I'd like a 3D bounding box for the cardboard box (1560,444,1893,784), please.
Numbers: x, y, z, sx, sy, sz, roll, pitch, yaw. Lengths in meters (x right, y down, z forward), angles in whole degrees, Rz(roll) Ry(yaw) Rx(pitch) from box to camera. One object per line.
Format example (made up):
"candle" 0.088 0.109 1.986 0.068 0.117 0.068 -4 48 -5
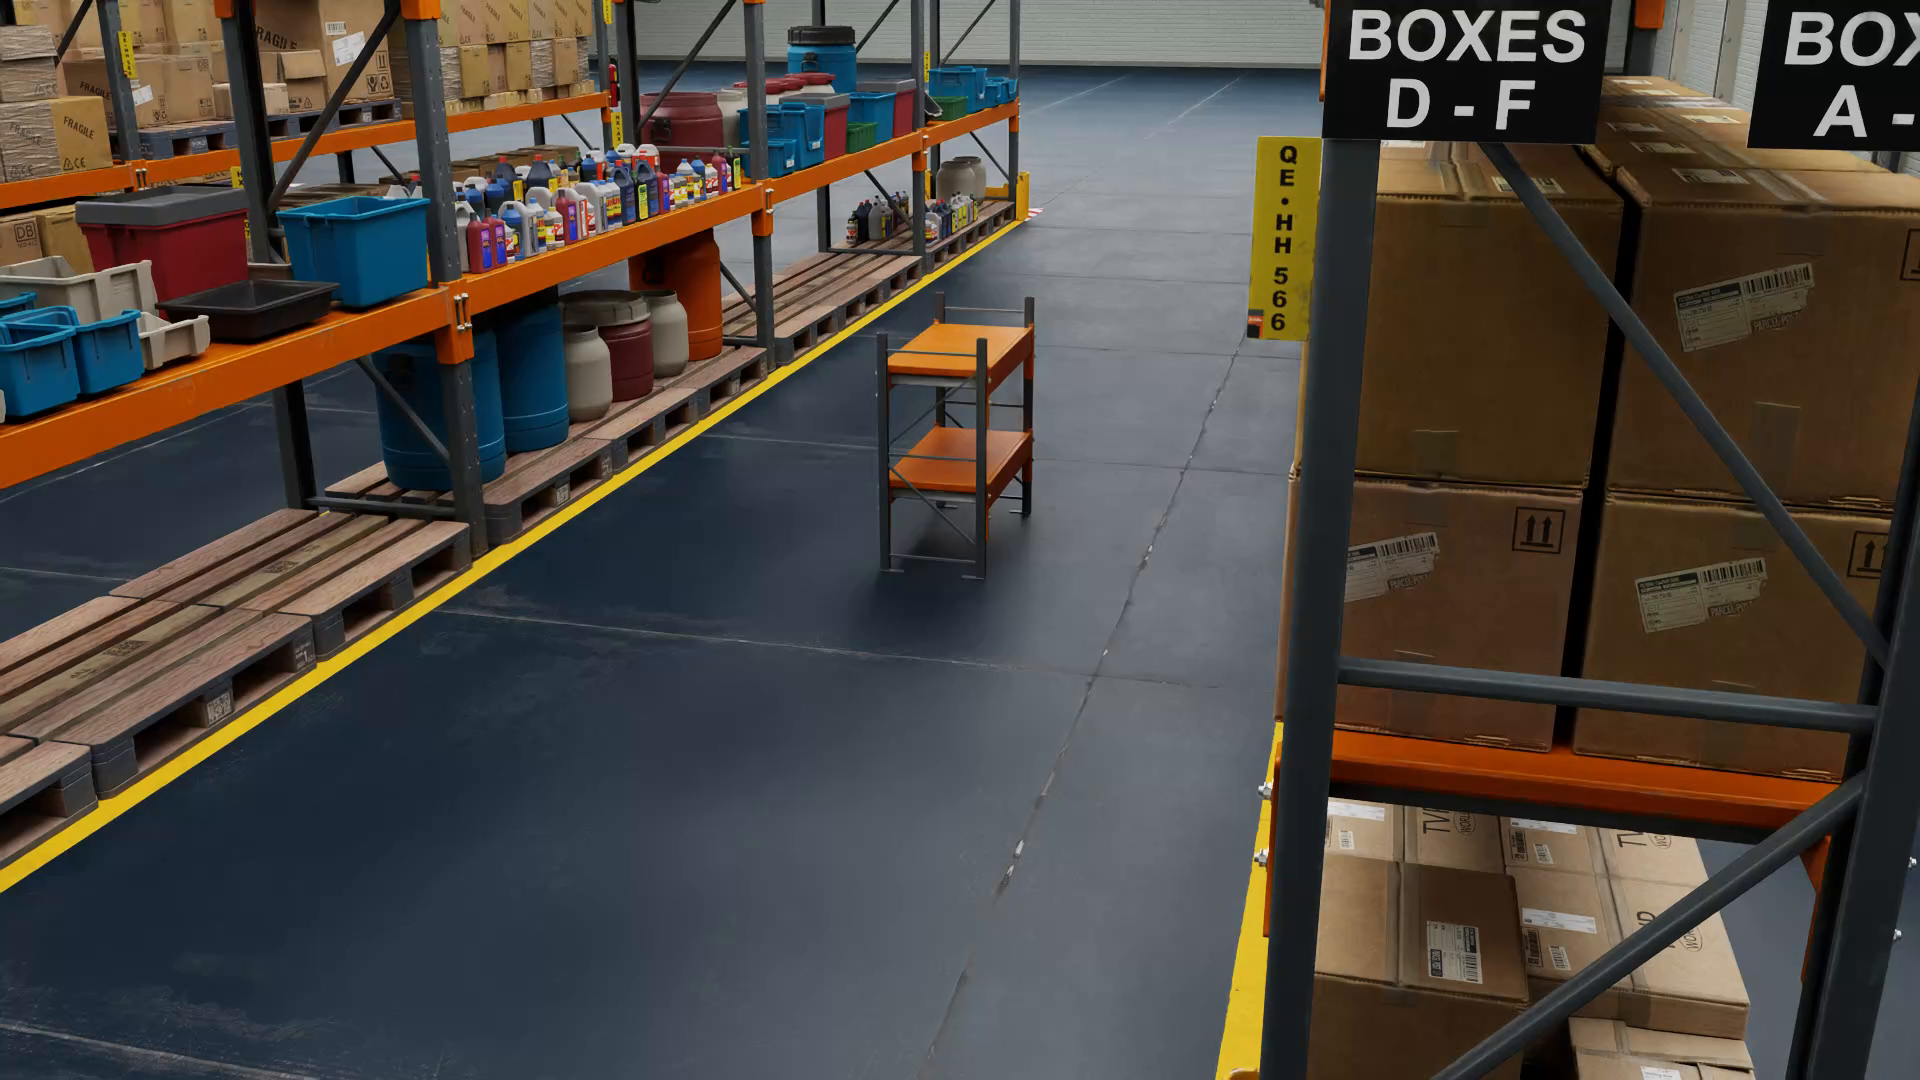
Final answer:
"cardboard box" 1.419 0.099 3.103 0.500 0.500 0.500 5 20 15

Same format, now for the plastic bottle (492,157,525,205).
"plastic bottle" -2.593 -2.018 9.531 0.144 0.351 0.185 5 19 13

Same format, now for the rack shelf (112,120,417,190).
"rack shelf" -6.107 -3.313 14.360 1.077 0.370 4.000 5 19 13

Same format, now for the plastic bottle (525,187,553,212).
"plastic bottle" -2.209 -1.740 8.834 0.152 0.276 0.135 5 19 13

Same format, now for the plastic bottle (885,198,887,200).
"plastic bottle" -0.741 -3.314 16.790 0.097 0.271 0.097 0 19 0

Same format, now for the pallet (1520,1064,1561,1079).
"pallet" 1.268 1.310 4.026 1.003 0.211 1.213 5 19 13

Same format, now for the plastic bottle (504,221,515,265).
"plastic bottle" -2.223 -1.449 8.095 0.097 0.201 0.097 0 19 0

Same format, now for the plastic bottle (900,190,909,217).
"plastic bottle" -0.583 -3.516 17.383 0.097 0.271 0.097 0 19 0

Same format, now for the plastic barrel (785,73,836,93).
"plastic barrel" -1.262 -3.671 14.085 0.433 0.535 0.433 0 19 0

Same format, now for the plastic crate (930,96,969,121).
"plastic crate" -0.210 -4.192 16.148 0.450 0.188 0.662 5 19 13

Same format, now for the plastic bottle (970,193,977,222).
"plastic bottle" 0.128 -3.418 17.074 0.061 0.283 0.133 5 20 15

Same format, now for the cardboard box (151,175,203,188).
"cardboard box" -9.740 -4.657 19.819 0.875 0.875 0.875 4 19 13

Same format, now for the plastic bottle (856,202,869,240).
"plastic bottle" -0.937 -3.069 15.948 0.144 0.351 0.185 4 19 12

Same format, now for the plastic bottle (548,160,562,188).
"plastic bottle" -2.469 -2.171 10.103 0.097 0.271 0.097 0 19 0

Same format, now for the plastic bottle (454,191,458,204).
"plastic bottle" -2.678 -1.719 8.656 0.144 0.351 0.185 5 19 13

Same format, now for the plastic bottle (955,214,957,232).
"plastic bottle" -0.078 -3.140 16.387 0.097 0.201 0.097 0 19 0

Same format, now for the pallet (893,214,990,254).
"pallet" -0.315 -3.161 17.114 1.003 0.211 1.213 5 19 13

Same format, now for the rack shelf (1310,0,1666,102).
"rack shelf" 1.544 -1.442 4.240 1.077 0.370 4.000 5 19 13

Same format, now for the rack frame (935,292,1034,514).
"rack frame" 0.123 -0.690 8.466 0.500 1.125 0.032 5 19 13

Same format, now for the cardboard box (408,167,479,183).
"cardboard box" -5.349 -3.599 17.300 0.500 0.500 0.500 12 22 31

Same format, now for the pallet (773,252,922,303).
"pallet" -0.969 -2.321 14.655 1.003 0.211 1.213 5 19 13

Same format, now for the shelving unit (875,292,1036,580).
"shelving unit" -0.002 -0.530 8.000 0.538 1.125 1.048 5 19 13

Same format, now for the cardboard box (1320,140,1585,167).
"cardboard box" 1.020 -0.576 3.531 0.500 0.500 0.500 5 20 15

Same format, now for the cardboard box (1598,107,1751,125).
"cardboard box" 1.790 -0.855 4.348 0.500 0.500 0.500 4 19 13

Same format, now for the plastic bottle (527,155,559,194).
"plastic bottle" -2.413 -2.048 9.619 0.144 0.351 0.185 5 19 13

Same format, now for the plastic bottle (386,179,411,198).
"plastic bottle" -2.863 -1.672 8.520 0.144 0.351 0.185 5 19 13

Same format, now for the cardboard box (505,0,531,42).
"cardboard box" -4.907 -5.534 17.587 0.500 0.500 0.500 5 19 13

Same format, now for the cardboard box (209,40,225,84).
"cardboard box" -9.472 -5.909 20.614 0.875 0.550 0.550 5 19 13

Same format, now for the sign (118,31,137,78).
"sign" -6.056 -3.532 12.096 0.100 0.325 0.005 5 19 13

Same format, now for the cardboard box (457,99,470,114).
"cardboard box" -5.166 -4.363 16.710 0.380 0.149 0.250 5 19 13

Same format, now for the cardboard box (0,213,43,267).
"cardboard box" -7.009 -1.727 11.239 1.225 0.875 0.875 5 19 14

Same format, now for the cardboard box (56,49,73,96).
"cardboard box" -10.212 -5.066 18.146 0.875 0.550 0.550 5 19 13

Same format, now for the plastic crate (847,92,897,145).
"plastic crate" -0.783 -3.511 13.852 0.392 0.384 0.575 5 19 13

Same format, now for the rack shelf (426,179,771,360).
"rack shelf" -2.281 -1.668 9.544 1.077 0.370 4.000 5 19 13

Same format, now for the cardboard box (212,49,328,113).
"cardboard box" -5.952 -3.977 14.382 0.797 0.503 0.637 7 20 19

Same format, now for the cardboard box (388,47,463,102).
"cardboard box" -5.448 -4.605 16.413 0.875 0.500 0.500 5 19 13

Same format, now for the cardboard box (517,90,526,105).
"cardboard box" -4.903 -4.758 17.867 0.380 0.149 0.250 5 19 13

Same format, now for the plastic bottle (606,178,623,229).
"plastic bottle" -1.926 -1.864 9.202 0.097 0.271 0.097 0 19 0

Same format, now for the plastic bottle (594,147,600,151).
"plastic bottle" -2.336 -2.371 10.669 0.061 0.283 0.133 5 19 13

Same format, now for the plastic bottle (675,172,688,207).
"plastic bottle" -1.699 -2.122 10.065 0.097 0.201 0.097 0 19 0

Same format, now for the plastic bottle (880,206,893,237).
"plastic bottle" -0.741 -3.090 16.125 0.152 0.276 0.135 5 19 13

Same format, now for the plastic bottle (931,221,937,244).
"plastic bottle" -0.263 -2.902 15.693 0.097 0.201 0.097 0 19 0

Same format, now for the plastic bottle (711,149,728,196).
"plastic bottle" -1.534 -2.348 10.600 0.061 0.283 0.133 5 19 13

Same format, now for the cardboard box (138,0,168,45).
"cardboard box" -9.867 -6.082 19.450 0.875 0.550 0.550 5 19 13

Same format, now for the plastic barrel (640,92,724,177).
"plastic barrel" -1.973 -2.869 11.737 0.600 0.536 0.708 5 19 13

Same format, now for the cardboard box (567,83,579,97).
"cardboard box" -4.583 -5.149 19.010 0.380 0.149 0.250 5 19 13

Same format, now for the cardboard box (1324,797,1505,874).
"cardboard box" 1.210 0.872 4.567 0.500 0.250 0.500 5 19 13

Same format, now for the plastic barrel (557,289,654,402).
"plastic barrel" -2.171 -1.185 10.096 0.600 0.588 0.708 5 19 13

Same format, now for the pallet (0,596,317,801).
"pallet" -3.208 0.555 6.237 1.003 0.211 1.213 5 19 13

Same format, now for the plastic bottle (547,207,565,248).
"plastic bottle" -2.095 -1.613 8.576 0.097 0.201 0.097 0 19 0

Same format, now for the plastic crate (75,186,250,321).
"plastic crate" -3.231 -1.181 6.811 0.402 0.464 0.583 5 19 13

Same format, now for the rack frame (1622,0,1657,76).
"rack frame" 2.033 -0.990 6.444 1.000 3.000 0.127 5 19 13

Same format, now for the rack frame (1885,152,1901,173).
"rack frame" 9.769 -4.361 16.314 1.000 3.000 0.127 5 19 13

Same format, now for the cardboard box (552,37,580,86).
"cardboard box" -4.808 -5.386 18.700 0.875 0.500 0.500 5 19 13

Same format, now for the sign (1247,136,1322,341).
"sign" 0.522 -0.483 2.682 0.100 0.325 0.005 5 19 13

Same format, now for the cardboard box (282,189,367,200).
"cardboard box" -5.924 -2.967 15.420 0.700 0.500 0.500 5 19 13

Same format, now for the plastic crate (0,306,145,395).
"plastic crate" -2.973 -0.635 5.574 0.416 0.233 0.300 5 19 13
